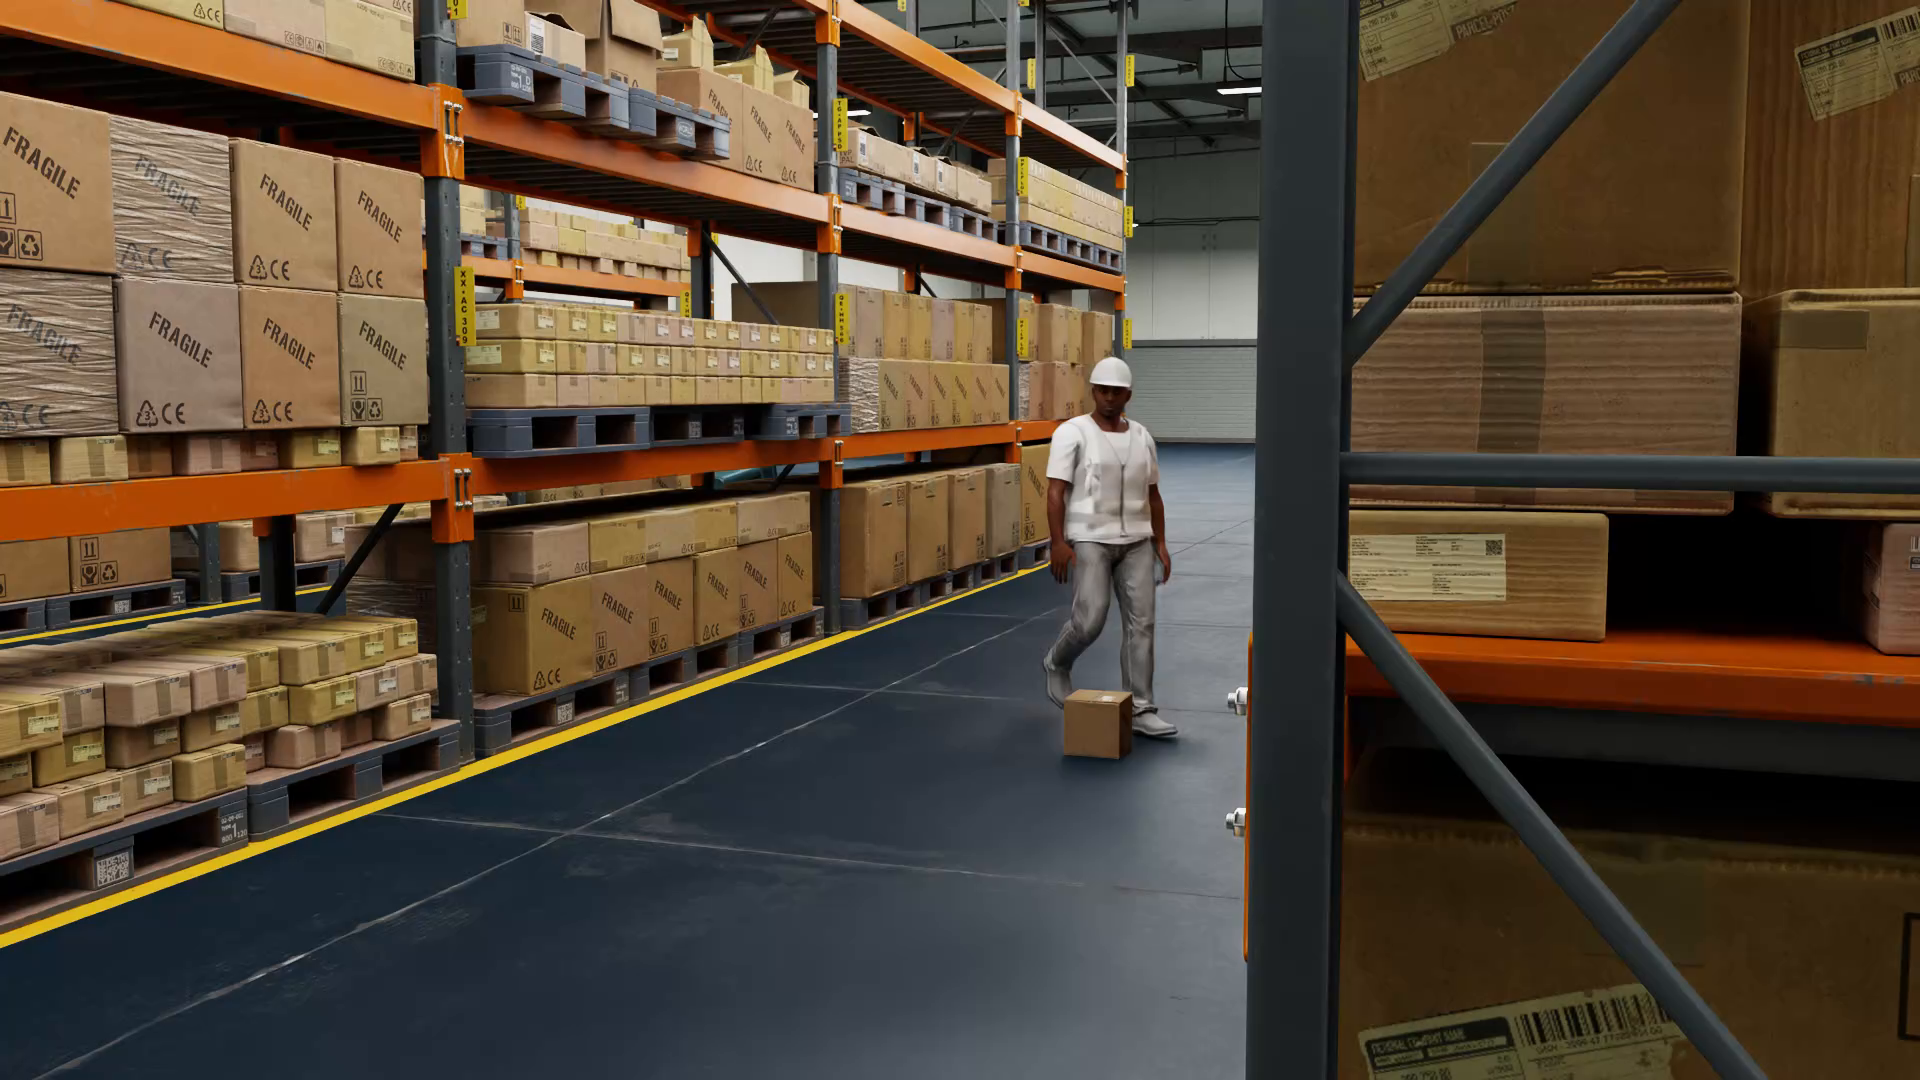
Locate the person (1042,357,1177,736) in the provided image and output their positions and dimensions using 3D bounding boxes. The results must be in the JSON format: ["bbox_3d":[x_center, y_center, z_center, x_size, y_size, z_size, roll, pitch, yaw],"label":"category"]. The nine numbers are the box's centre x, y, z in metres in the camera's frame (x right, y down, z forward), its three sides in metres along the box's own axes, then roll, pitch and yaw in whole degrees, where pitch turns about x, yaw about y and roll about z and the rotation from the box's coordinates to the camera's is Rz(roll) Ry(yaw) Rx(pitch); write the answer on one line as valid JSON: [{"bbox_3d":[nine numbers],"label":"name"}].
[{"bbox_3d":[0.720,0.020,7.777,0.603,1.746,0.805,-2,6,-21],"label":"person"}]
